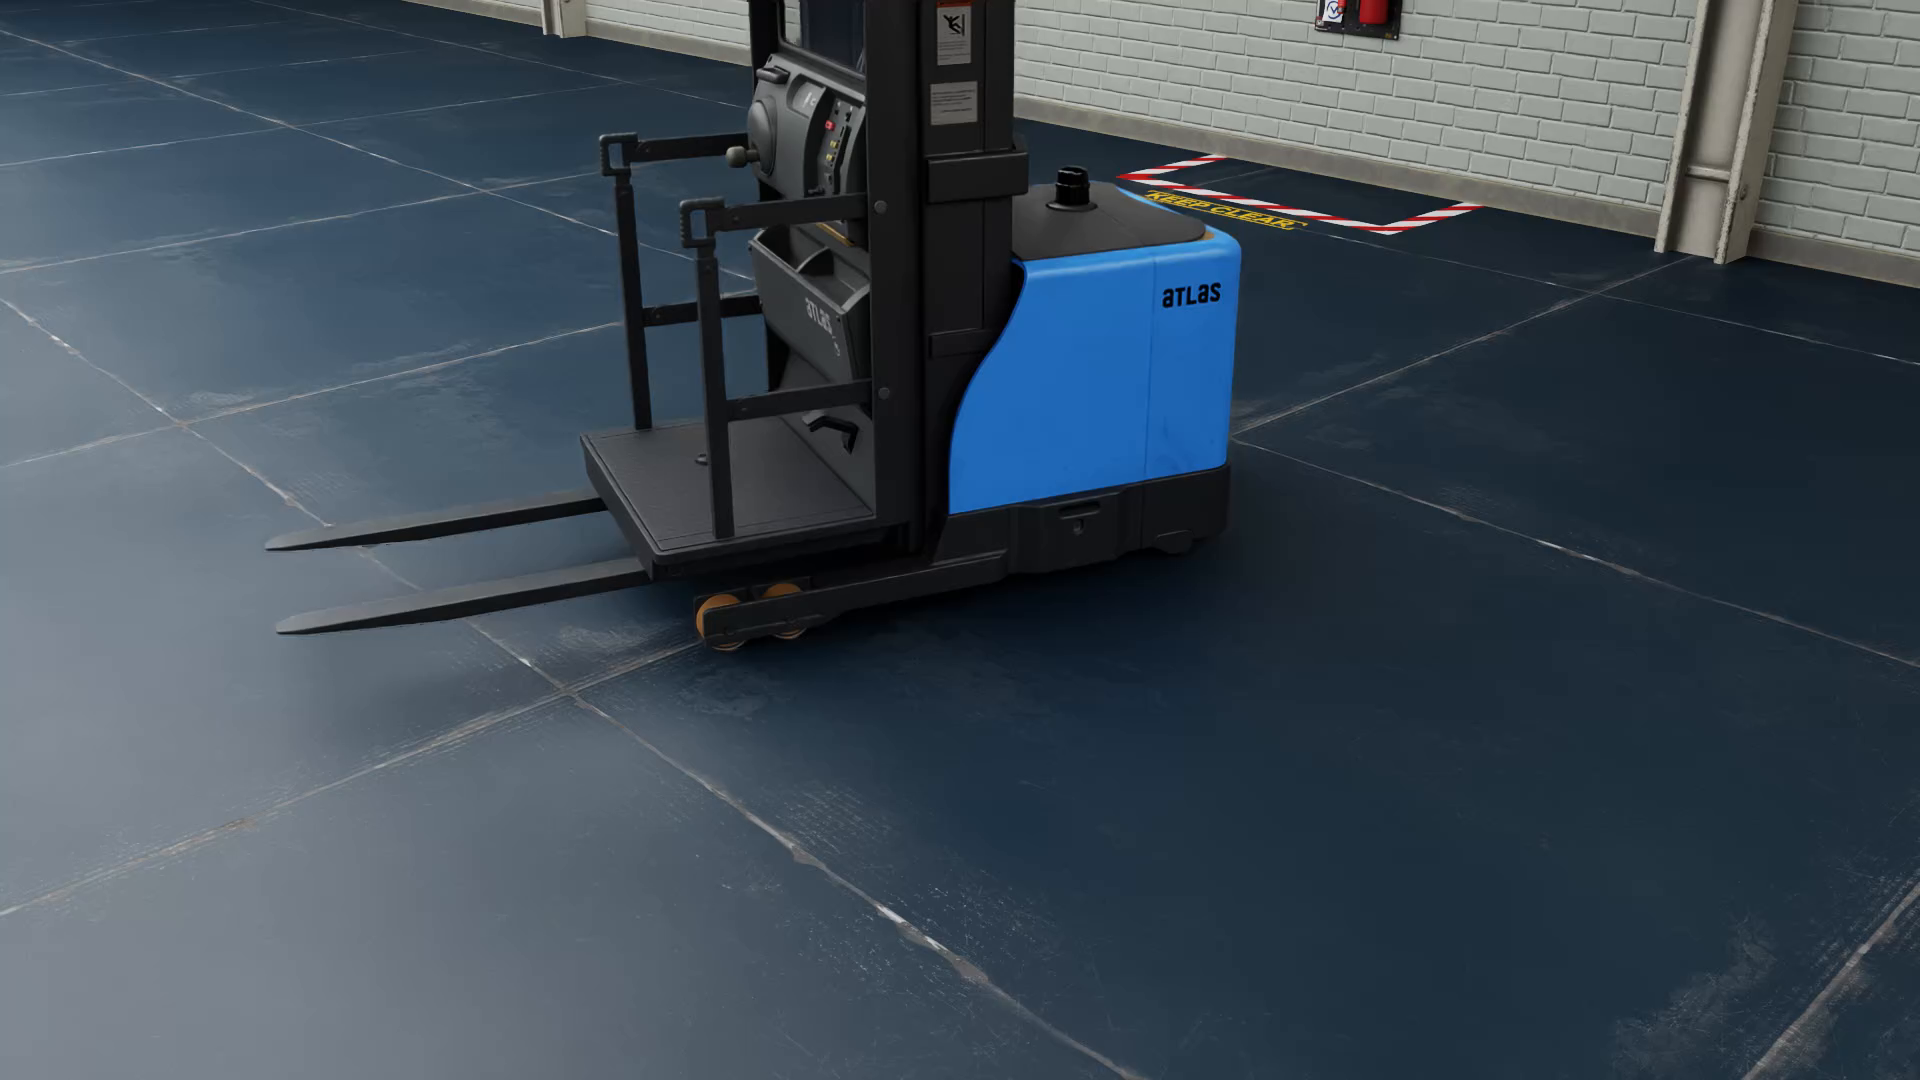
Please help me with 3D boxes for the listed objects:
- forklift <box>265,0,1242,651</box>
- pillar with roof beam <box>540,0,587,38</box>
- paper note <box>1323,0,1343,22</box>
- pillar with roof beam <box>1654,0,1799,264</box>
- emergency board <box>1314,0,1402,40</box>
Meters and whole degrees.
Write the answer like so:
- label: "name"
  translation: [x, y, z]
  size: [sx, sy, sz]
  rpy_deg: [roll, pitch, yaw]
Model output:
- label: "forklift"
  translation: [-0.652, -1.248, 4.954]
  size: [3.031, 2.935, 1.130]
  rpy_deg: [-10, 26, -21]
- label: "pillar with roof beam"
  translation: [-7.223, -8.108, 12.680]
  size: [9.100, 9.000, 0.400]
  rpy_deg: [-21, 32, -38]
- label: "paper note"
  translation: [2.390, -3.396, 10.641]
  size: [0.016, 0.148, 0.142]
  rpy_deg: [-21, 32, -38]
- label: "pillar with roof beam"
  translation: [0.979, -4.472, 4.711]
  size: [9.100, 9.000, 0.400]
  rpy_deg: [-21, 32, -38]
- label: "emergency board"
  translation: [2.461, -3.724, 10.298]
  size: [0.194, 1.169, 0.643]
  rpy_deg: [-21, 32, -38]
